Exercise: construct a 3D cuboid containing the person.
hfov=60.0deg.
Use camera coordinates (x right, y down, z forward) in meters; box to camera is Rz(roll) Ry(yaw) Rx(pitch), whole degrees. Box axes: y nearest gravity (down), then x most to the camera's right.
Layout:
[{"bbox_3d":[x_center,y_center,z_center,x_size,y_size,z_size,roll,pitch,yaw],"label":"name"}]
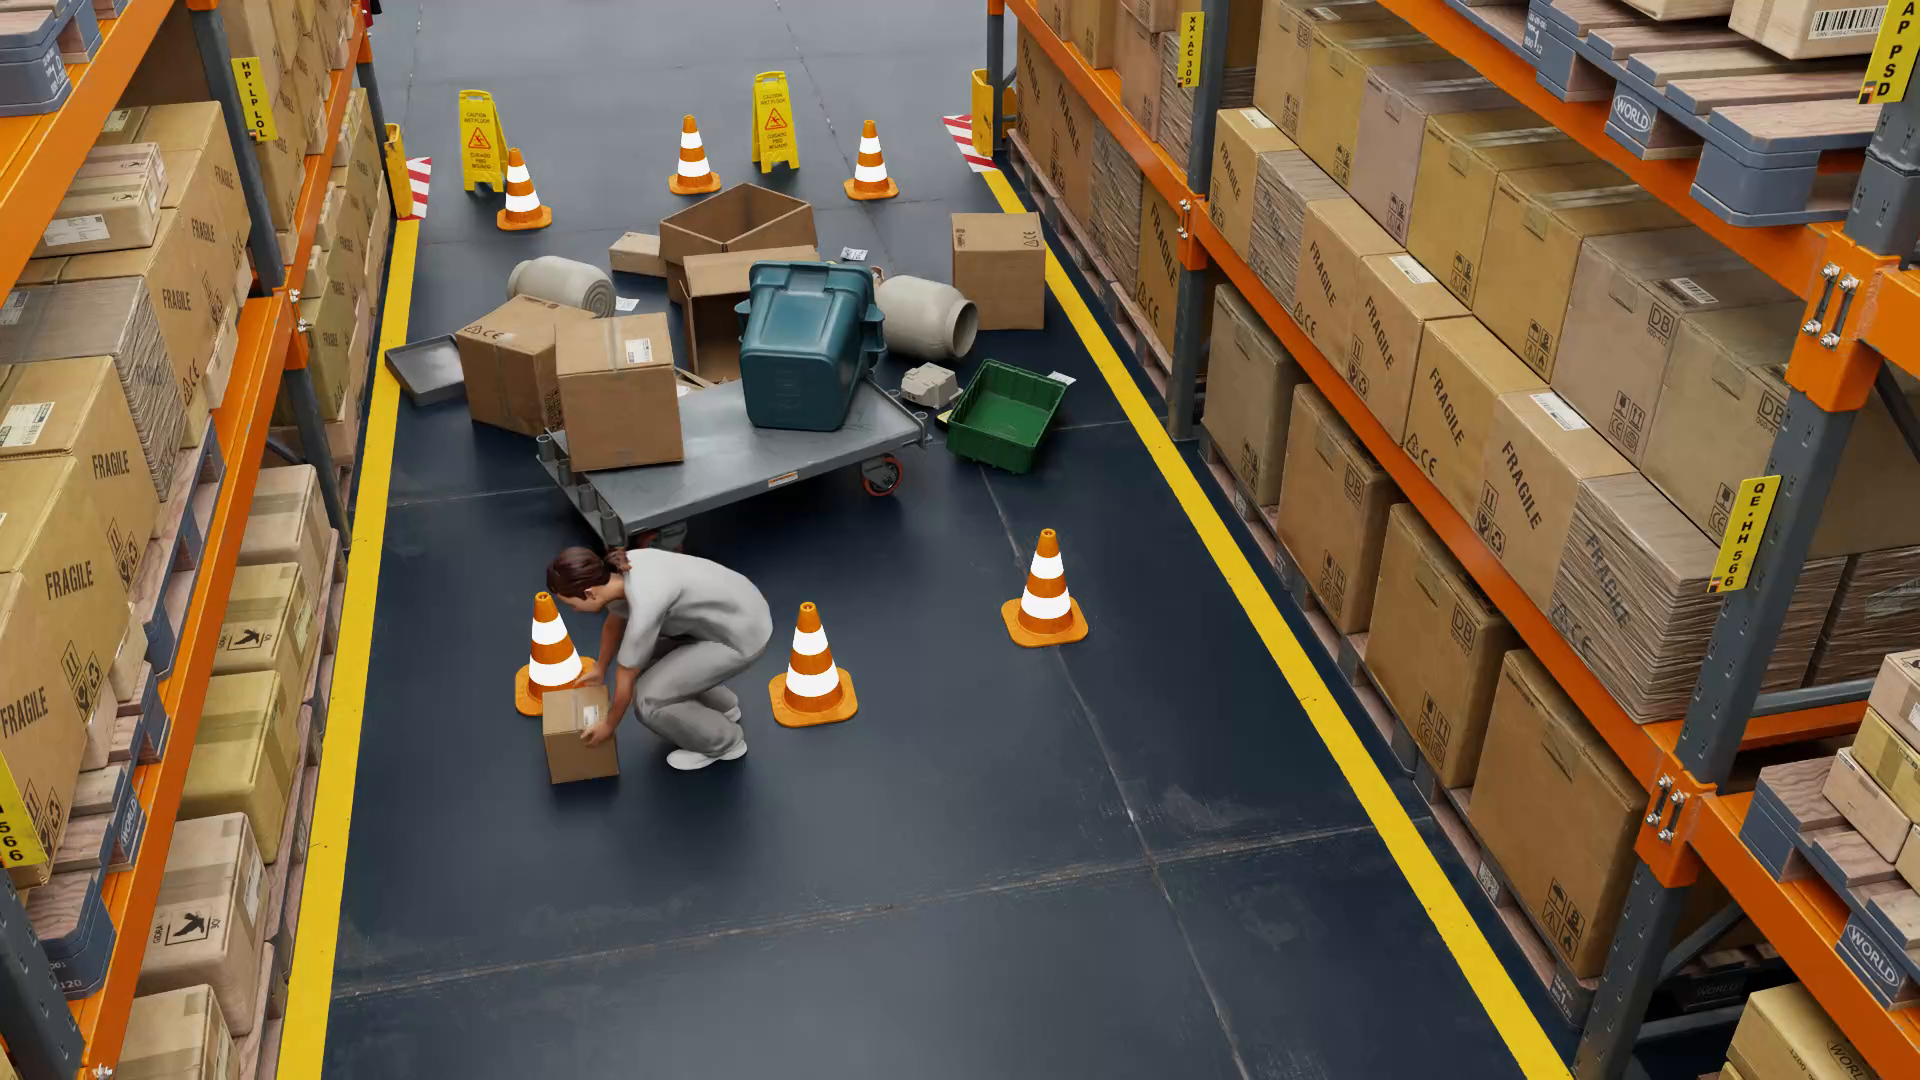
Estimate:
[{"bbox_3d":[-1.082,0.399,6.164,0.782,0.998,0.488,-7,35,-11],"label":"person"}]
